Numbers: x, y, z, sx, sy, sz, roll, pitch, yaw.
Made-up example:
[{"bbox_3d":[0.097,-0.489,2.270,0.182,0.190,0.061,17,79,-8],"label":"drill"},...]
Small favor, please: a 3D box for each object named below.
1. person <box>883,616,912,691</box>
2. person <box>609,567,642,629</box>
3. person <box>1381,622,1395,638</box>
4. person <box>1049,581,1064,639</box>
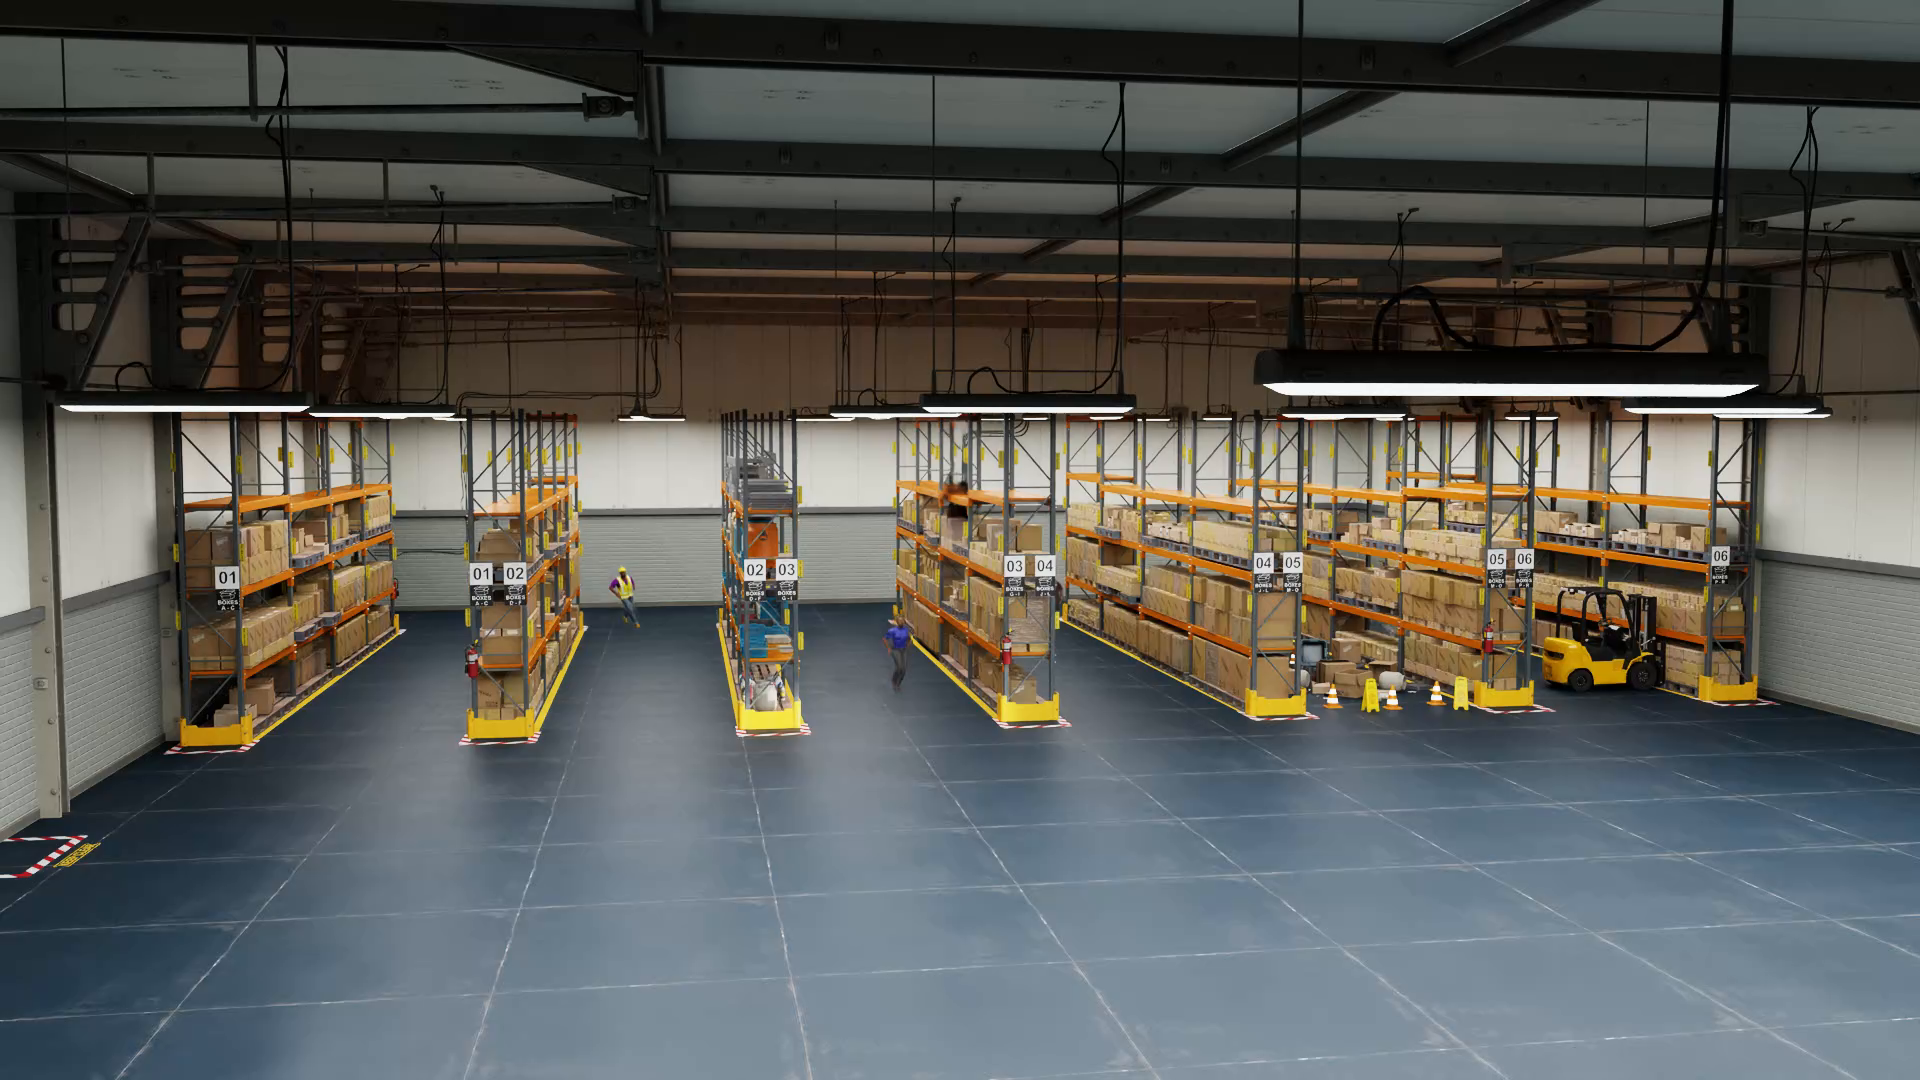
[{"bbox_3d":[-1.272,2.429,35.431,0.552,1.620,0.628,-2,5,-30],"label":"person"},{"bbox_3d":[-9.432,1.615,46.654,0.930,1.727,0.705,4,5,43],"label":"person"},{"bbox_3d":[11.280,1.826,43.412,0.648,1.737,0.597,-1,4,-7],"label":"person"},{"bbox_3d":[2.439,1.739,44.666,0.718,1.777,0.927,-1,4,-8],"label":"person"}]
